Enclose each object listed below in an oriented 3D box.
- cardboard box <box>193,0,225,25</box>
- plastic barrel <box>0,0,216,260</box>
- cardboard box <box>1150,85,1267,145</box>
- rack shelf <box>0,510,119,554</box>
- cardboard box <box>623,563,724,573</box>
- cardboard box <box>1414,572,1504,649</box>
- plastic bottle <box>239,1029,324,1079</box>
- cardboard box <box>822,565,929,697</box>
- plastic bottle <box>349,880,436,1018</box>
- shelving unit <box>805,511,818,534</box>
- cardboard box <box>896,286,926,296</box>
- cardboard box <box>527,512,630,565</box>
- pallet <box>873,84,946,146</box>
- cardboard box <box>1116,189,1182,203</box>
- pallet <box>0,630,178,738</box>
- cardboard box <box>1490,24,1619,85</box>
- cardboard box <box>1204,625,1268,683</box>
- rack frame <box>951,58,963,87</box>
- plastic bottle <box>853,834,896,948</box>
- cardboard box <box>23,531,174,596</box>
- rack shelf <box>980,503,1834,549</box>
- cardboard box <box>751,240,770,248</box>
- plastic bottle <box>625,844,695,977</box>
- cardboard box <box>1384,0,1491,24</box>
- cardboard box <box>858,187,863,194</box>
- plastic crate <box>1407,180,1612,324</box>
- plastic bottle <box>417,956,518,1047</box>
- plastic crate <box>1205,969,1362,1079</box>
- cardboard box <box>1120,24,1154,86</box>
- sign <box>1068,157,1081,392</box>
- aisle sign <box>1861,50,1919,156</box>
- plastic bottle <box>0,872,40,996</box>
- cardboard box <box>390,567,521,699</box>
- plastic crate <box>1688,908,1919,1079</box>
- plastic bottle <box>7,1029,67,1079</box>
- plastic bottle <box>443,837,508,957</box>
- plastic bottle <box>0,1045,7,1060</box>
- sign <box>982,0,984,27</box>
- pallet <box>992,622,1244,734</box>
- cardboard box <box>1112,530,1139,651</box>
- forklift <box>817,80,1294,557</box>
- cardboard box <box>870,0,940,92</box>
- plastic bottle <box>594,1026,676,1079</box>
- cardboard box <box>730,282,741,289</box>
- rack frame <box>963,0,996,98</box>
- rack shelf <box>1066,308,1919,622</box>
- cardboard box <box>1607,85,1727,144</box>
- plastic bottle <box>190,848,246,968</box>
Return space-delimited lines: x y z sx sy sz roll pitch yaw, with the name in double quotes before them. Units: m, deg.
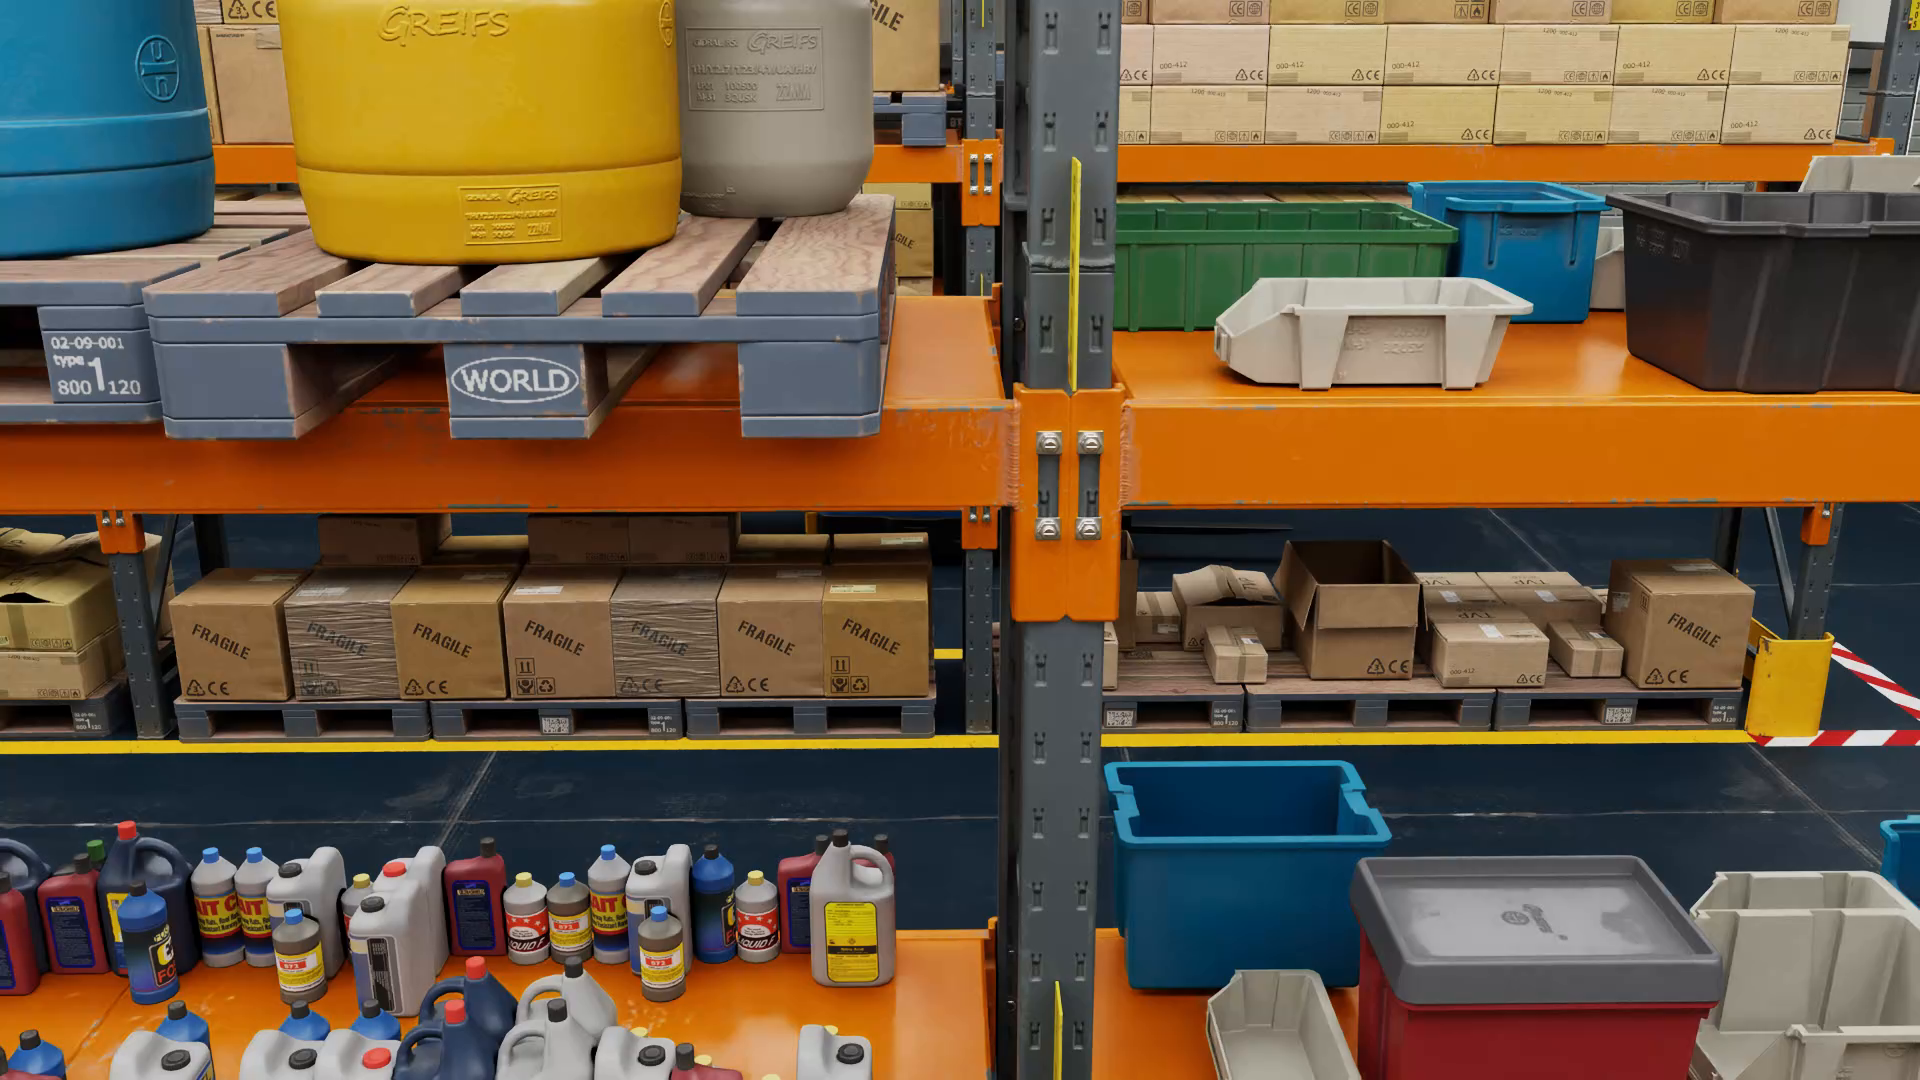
"cardboard box" -3.479 -2.565 7.421 0.500 0.500 0.500 0 18 -1
"plastic barrel" -1.546 -0.931 2.620 0.708 0.901 0.600 0 18 -1
"cardboard box" 1.074 -1.917 7.447 0.500 0.250 0.500 0 18 -1
"rack shelf" -5.915 -0.260 8.126 4.000 0.370 1.077 0 18 -1
"cardboard box" -1.437 0.283 8.627 0.500 0.500 0.500 0 18 0
"cardboard box" 2.535 0.369 8.766 0.500 0.250 0.500 0 18 -1
"plastic bottle" -1.235 1.046 3.081 0.135 0.276 0.152 0 18 -1
"cardboard box" -0.405 0.439 8.141 0.500 0.500 0.500 0 18 -1
"plastic bottle" -1.234 0.877 3.606 0.135 0.276 0.152 0 18 -1
"shelving unit" -1.445 -0.751 10.933 1.083 1.500 0.587 1 18 3
"cardboard box" -0.393 -0.945 8.233 0.500 0.500 0.700 -6 19 -19
"cardboard box" -1.905 -0.073 8.508 0.500 0.250 0.500 -1 18 -2
"pallet" -0.569 -1.989 7.734 1.003 0.211 1.213 0 18 -1
"cardboard box" 1.275 -2.287 12.775 0.700 0.700 0.980 -1 18 -2
"pallet" -4.739 0.707 8.497 1.213 0.211 1.003 0 18 -1
"cardboard box" 2.574 -2.162 7.393 0.500 0.250 0.500 0 18 -1
"cardboard box" 1.372 0.565 8.295 0.250 0.166 0.380 0 18 -1
"rack frame" 0.002 -2.145 12.823 0.127 3.000 1.000 0 18 -1
"plastic bottle" -0.215 0.808 3.809 0.133 0.283 0.061 0 18 -1
"cardboard box" -4.444 0.143 8.588 0.500 0.311 0.500 0 18 1
"rack shelf" 2.084 -0.299 8.247 4.000 0.370 1.077 0 18 -1
"cardboard box" -1.468 -2.259 12.496 0.500 0.500 0.500 0 18 -1
"plastic bottle" -0.676 0.828 3.760 0.135 0.276 0.152 0 18 -1
"cardboard box" 2.069 -2.610 7.562 0.500 0.500 0.700 0 18 -1
"cardboard box" -0.972 -2.621 12.395 0.500 0.250 0.500 0 18 0
"plastic crate" 1.064 -0.569 3.275 0.300 0.233 0.416 0 18 -1
"plastic bottle" -0.943 0.966 3.207 0.185 0.351 0.144 0 18 -1
"plastic crate" 0.626 1.019 3.293 0.243 0.136 0.396 0 18 -1
"cardboard box" 0.574 -2.153 7.366 0.500 0.250 0.500 0 18 -1
"sign" 0.165 -0.384 2.407 0.005 0.325 0.100 0 18 -1
"aisle sign" 4.156 -1.796 7.479 0.004 0.787 0.394 0 18 -1
"plastic bottle" -2.114 0.861 3.643 0.133 0.283 0.061 0 18 -1
"cardboard box" -2.431 0.448 8.112 0.500 0.500 0.500 -1 18 -2
"plastic crate" 1.688 0.958 3.247 0.530 0.282 0.437 0 18 -1
"plastic bottle" -1.716 1.040 3.106 0.097 0.271 0.097 0 18 0
"plastic bottle" -1.103 0.812 3.796 0.133 0.283 0.061 0 18 -1
"plastic bottle" -1.857 1.014 3.056 0.185 0.351 0.144 0 18 -1
"sign" 0.096 -2.324 6.981 0.005 0.325 0.100 0 18 -1
"pallet" 0.771 0.693 8.542 1.213 0.211 1.003 0 18 -1
"cardboard box" 0.649 0.260 8.700 0.500 0.500 0.500 0 18 -1
"forklift" 0.628 -1.384 10.563 3.031 2.935 1.130 1 18 3
"cardboard box" -0.421 -2.375 7.616 0.600 0.600 0.600 -2 18 -6
"plastic bottle" -0.596 1.042 3.090 0.135 0.276 0.152 0 18 -1
"cardboard box" -1.603 -1.954 12.606 0.250 0.149 0.380 -1 18 -2
"rack frame" 0.084 -3.488 7.190 0.127 3.000 1.000 0 18 -1
"rack shelf" 2.158 -0.214 3.072 4.000 0.370 1.077 0 18 -1
"cardboard box" 3.074 -1.926 7.476 0.500 0.250 0.500 0 18 -1
"plastic bottle" -1.682 0.826 3.771 0.097 0.271 0.097 0 18 0
